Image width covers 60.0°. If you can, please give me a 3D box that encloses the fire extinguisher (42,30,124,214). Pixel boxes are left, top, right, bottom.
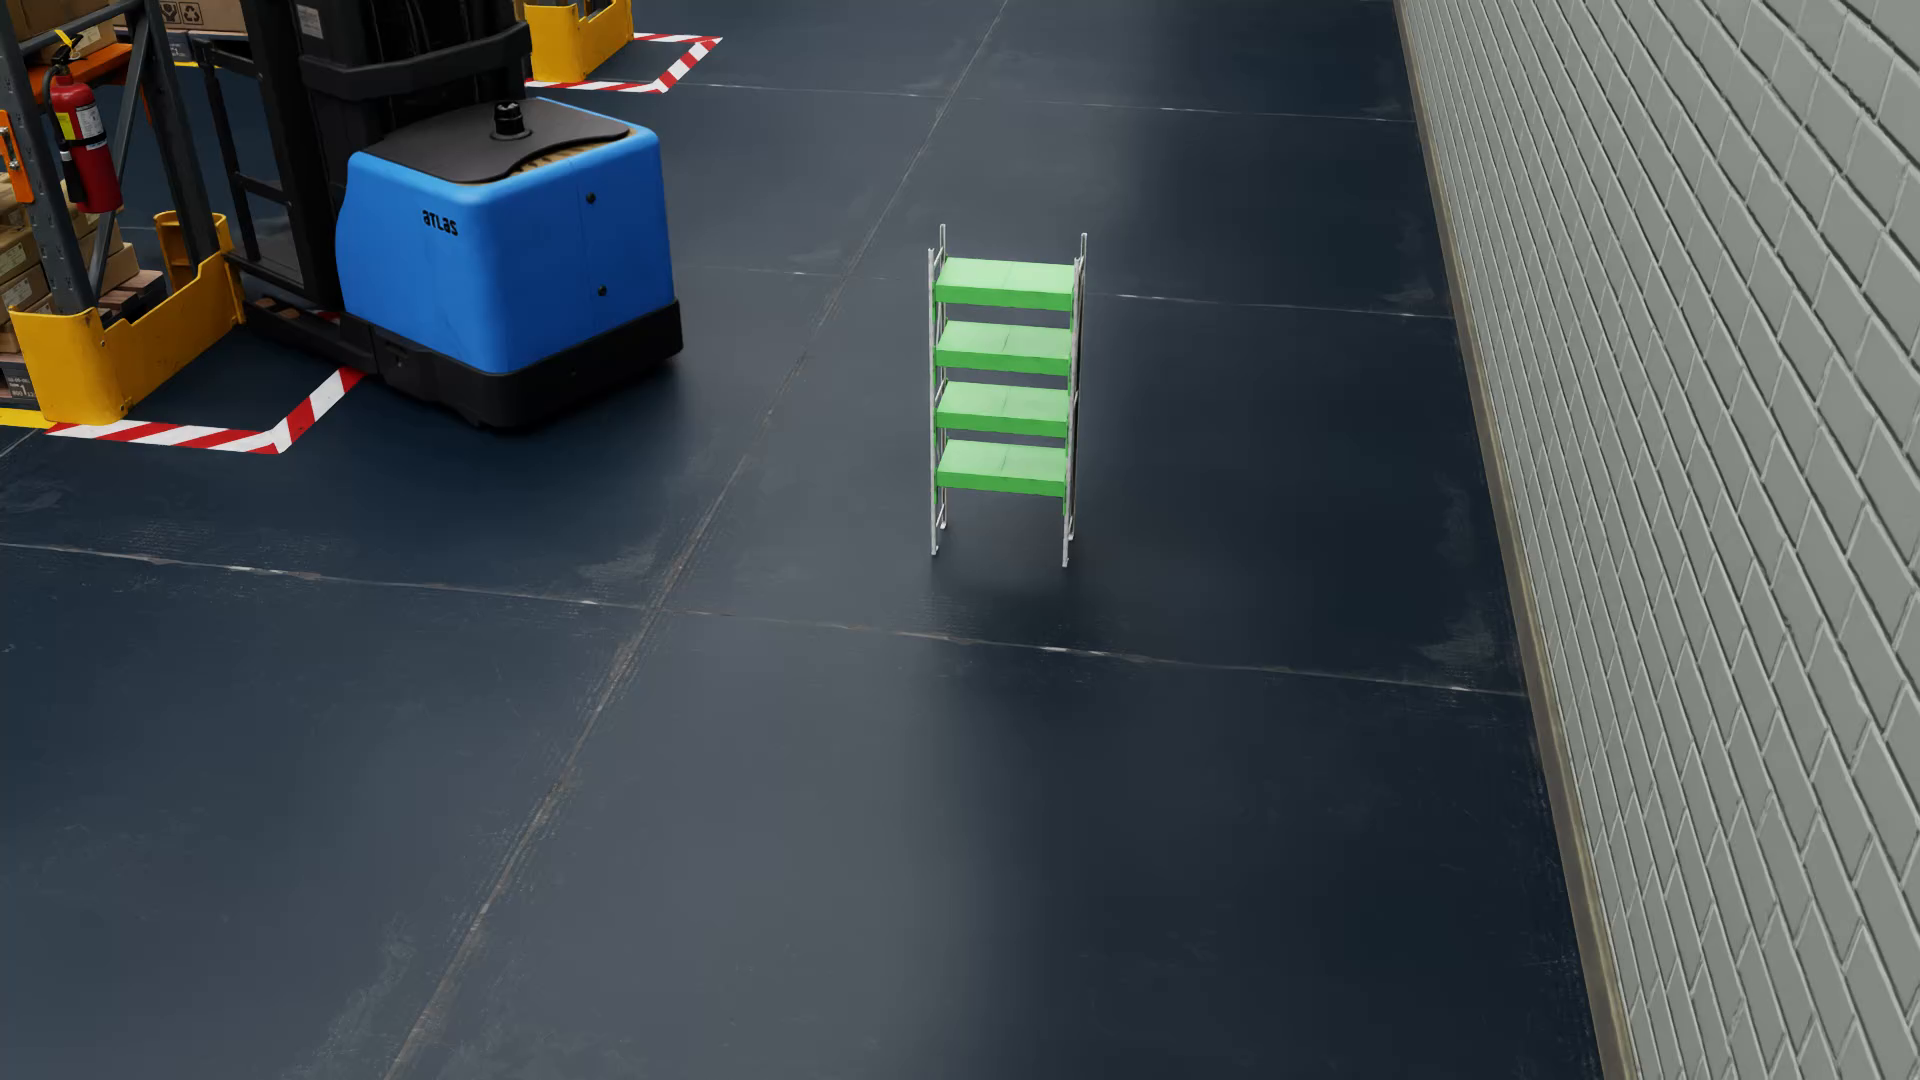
[{"bbox_3d":[-3.406,-1.608,6.416,0.183,0.674,0.296,5,32,8],"label":"fire extinguisher"}]

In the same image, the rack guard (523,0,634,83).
[{"bbox_3d":[-2.619,-3.586,11.507,0.348,0.500,1.175,5,32,8],"label":"rack guard"}]

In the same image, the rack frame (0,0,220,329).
[{"bbox_3d":[-3.577,-2.062,6.718,0.127,3.000,1.000,5,32,8],"label":"rack frame"}]

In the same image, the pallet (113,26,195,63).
[{"bbox_3d":[-5.849,-3.714,11.984,1.213,0.211,1.003,5,32,8],"label":"pallet"}]

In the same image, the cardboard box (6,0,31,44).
[{"bbox_3d":[-4.063,-2.136,6.461,0.500,0.500,0.500,6,33,9],"label":"cardboard box"}]

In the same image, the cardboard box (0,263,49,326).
[{"bbox_3d":[-4.145,-1.056,7.120,0.250,0.149,0.380,4,32,7],"label":"cardboard box"}]

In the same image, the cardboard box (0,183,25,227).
[{"bbox_3d":[-4.328,-1.470,7.502,0.250,0.149,0.380,6,33,9],"label":"cardboard box"}]

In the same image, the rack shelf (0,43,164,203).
[{"bbox_3d":[-5.548,-1.936,7.194,4.000,0.370,1.077,5,32,8],"label":"rack shelf"}]

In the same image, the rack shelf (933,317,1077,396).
[{"bbox_3d":[0.163,-0.643,5.815,0.480,0.148,0.258,5,32,8],"label":"rack shelf"}]

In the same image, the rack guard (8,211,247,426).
[{"bbox_3d":[-3.652,-1.010,7.392,0.348,0.500,1.175,5,32,8],"label":"rack guard"}]

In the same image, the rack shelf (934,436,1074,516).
[{"bbox_3d":[0.163,-0.236,6.069,0.480,0.148,0.258,5,32,8],"label":"rack shelf"}]

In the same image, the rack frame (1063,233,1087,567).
[{"bbox_3d":[0.404,-0.472,5.873,0.015,1.200,0.240,5,32,8],"label":"rack frame"}]

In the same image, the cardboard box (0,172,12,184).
[{"bbox_3d":[-4.555,-1.560,7.645,0.250,0.149,0.380,5,32,8],"label":"cardboard box"}]

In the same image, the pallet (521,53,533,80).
[{"bbox_3d":[-3.444,-3.496,11.636,1.213,0.211,1.003,5,32,8],"label":"pallet"}]

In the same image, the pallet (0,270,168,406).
[{"bbox_3d":[-4.446,-0.978,7.614,1.213,0.211,1.003,5,32,8],"label":"pallet"}]

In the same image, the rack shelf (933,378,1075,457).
[{"bbox_3d":[0.163,-0.440,5.942,0.480,0.148,0.258,5,32,8],"label":"rack shelf"}]

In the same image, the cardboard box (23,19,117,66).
[{"bbox_3d":[-3.841,-2.156,7.104,0.250,0.149,0.380,5,32,8],"label":"cardboard box"}]

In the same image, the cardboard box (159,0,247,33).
[{"bbox_3d":[-5.061,-4.101,11.581,0.875,0.875,0.875,5,32,8],"label":"cardboard box"}]

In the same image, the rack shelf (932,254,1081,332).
[{"bbox_3d":[0.163,-0.847,5.687,0.480,0.148,0.258,5,32,8],"label":"rack shelf"}]

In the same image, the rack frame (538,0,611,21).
[{"bbox_3d":[-2.643,-4.647,10.848,0.127,3.000,1.000,5,32,8],"label":"rack frame"}]

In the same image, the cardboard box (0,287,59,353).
[{"bbox_3d":[-4.131,-0.970,7.263,0.250,0.149,0.380,6,32,9],"label":"cardboard box"}]

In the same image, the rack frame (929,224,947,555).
[{"bbox_3d":[-0.077,-0.516,5.943,0.015,1.200,0.240,5,32,8],"label":"rack frame"}]

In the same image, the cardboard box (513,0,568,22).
[{"bbox_3d":[-3.287,-3.940,11.324,0.875,0.875,0.875,5,32,8],"label":"cardboard box"}]

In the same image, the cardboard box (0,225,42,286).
[{"bbox_3d":[-4.141,-1.199,7.069,0.250,0.149,0.380,6,32,9],"label":"cardboard box"}]

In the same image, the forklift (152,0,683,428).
[{"bbox_3d":[-2.718,-2.339,7.224,3.031,2.935,1.130,23,39,32],"label":"forklift"}]

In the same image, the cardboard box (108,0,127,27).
[{"bbox_3d":[-5.948,-4.181,11.709,0.875,0.875,0.875,5,32,8],"label":"cardboard box"}]

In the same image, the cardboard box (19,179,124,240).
[{"bbox_3d":[-4.036,-1.509,7.563,0.250,0.149,0.380,4,32,6],"label":"cardboard box"}]

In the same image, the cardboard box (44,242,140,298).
[{"bbox_3d":[-4.039,-1.246,7.705,0.250,0.149,0.380,6,33,9],"label":"cardboard box"}]

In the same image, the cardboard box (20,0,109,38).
[{"bbox_3d":[-3.973,-2.415,6.907,0.500,0.500,0.500,7,33,11],"label":"cardboard box"}]

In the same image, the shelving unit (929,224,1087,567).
[{"bbox_3d":[0.163,-0.494,5.908,0.503,1.200,0.258,5,32,8],"label":"shelving unit"}]

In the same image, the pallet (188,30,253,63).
[{"bbox_3d":[-4.643,-3.606,11.812,1.213,0.211,1.003,5,32,8],"label":"pallet"}]

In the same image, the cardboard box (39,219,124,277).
[{"bbox_3d":[-4.050,-1.339,7.573,0.250,0.149,0.380,6,33,10],"label":"cardboard box"}]
